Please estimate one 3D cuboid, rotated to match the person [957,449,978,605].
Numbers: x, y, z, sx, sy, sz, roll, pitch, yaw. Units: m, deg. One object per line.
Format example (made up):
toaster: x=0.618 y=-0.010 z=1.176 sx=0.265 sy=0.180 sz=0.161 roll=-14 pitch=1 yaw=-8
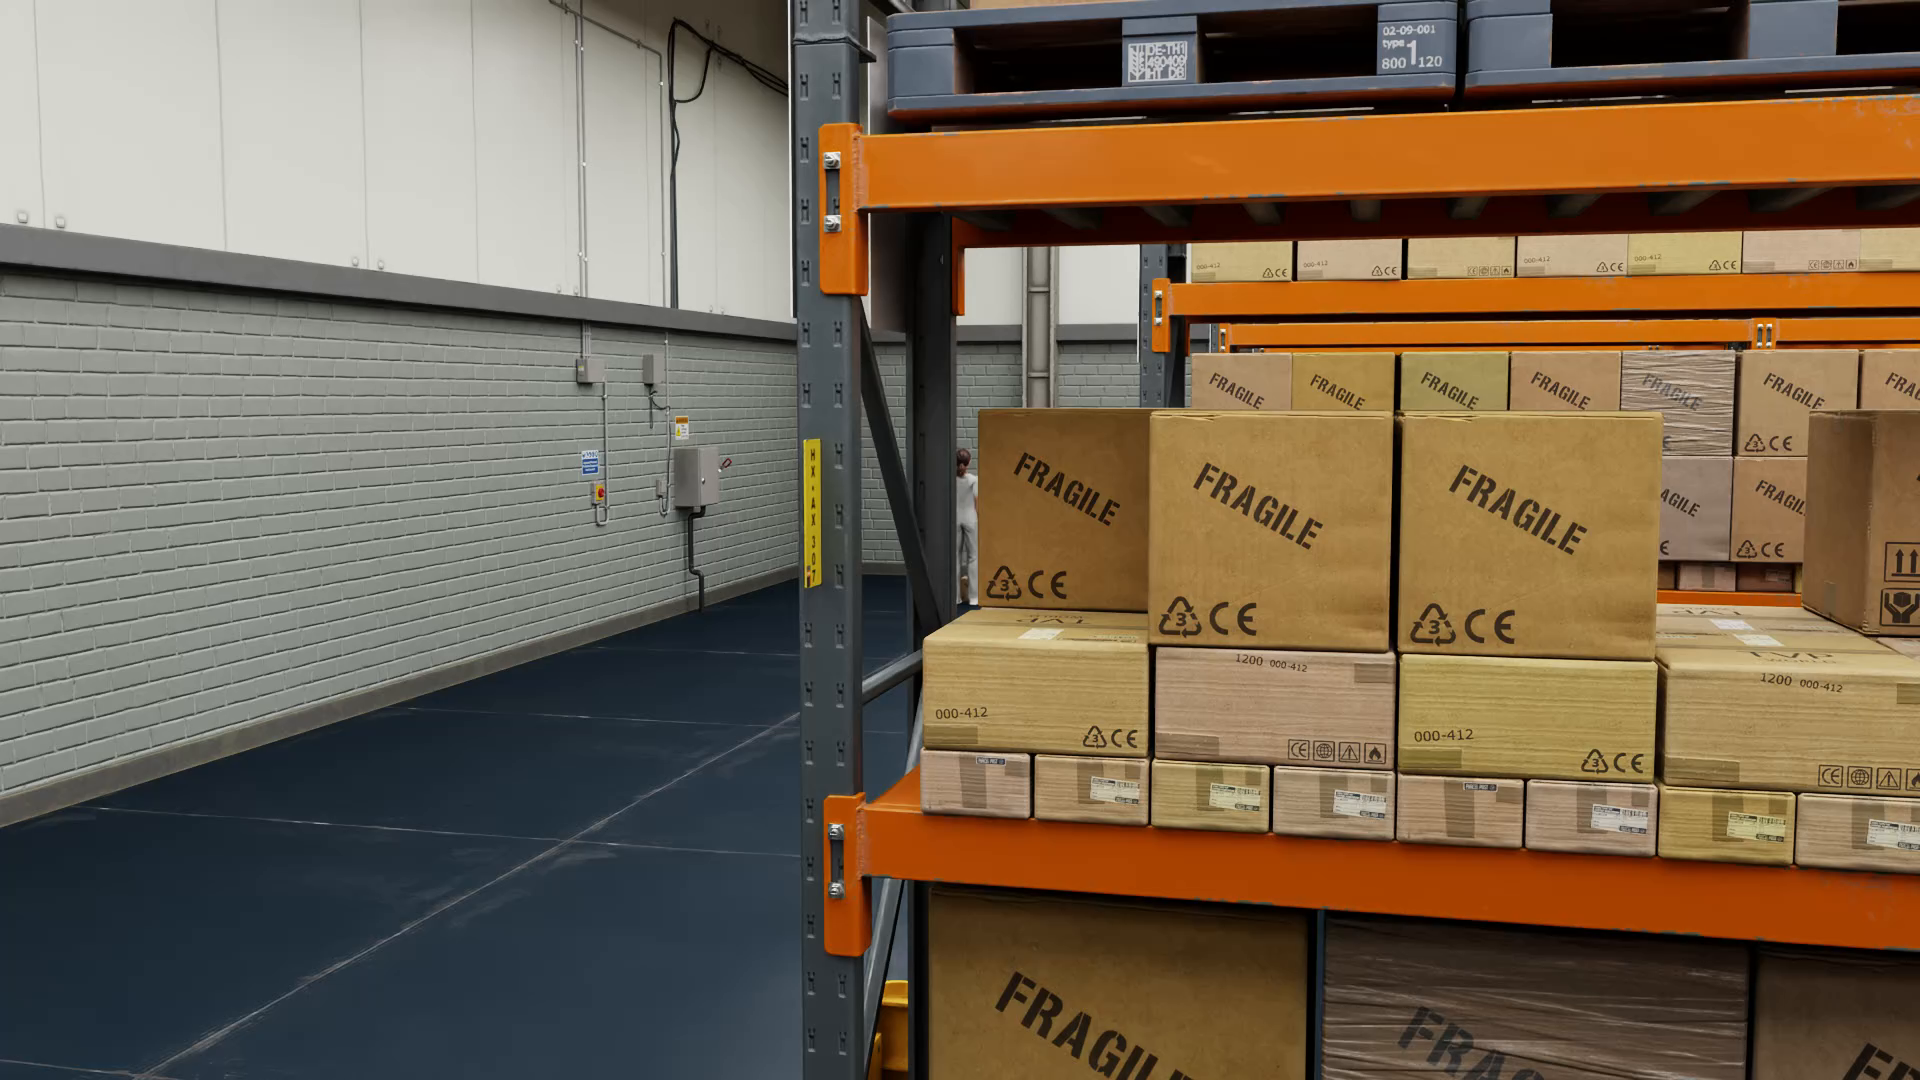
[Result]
person: x=0.032 y=-0.134 z=17.829 sx=0.440 sy=1.676 sz=0.381 roll=1 pitch=5 yaw=15
